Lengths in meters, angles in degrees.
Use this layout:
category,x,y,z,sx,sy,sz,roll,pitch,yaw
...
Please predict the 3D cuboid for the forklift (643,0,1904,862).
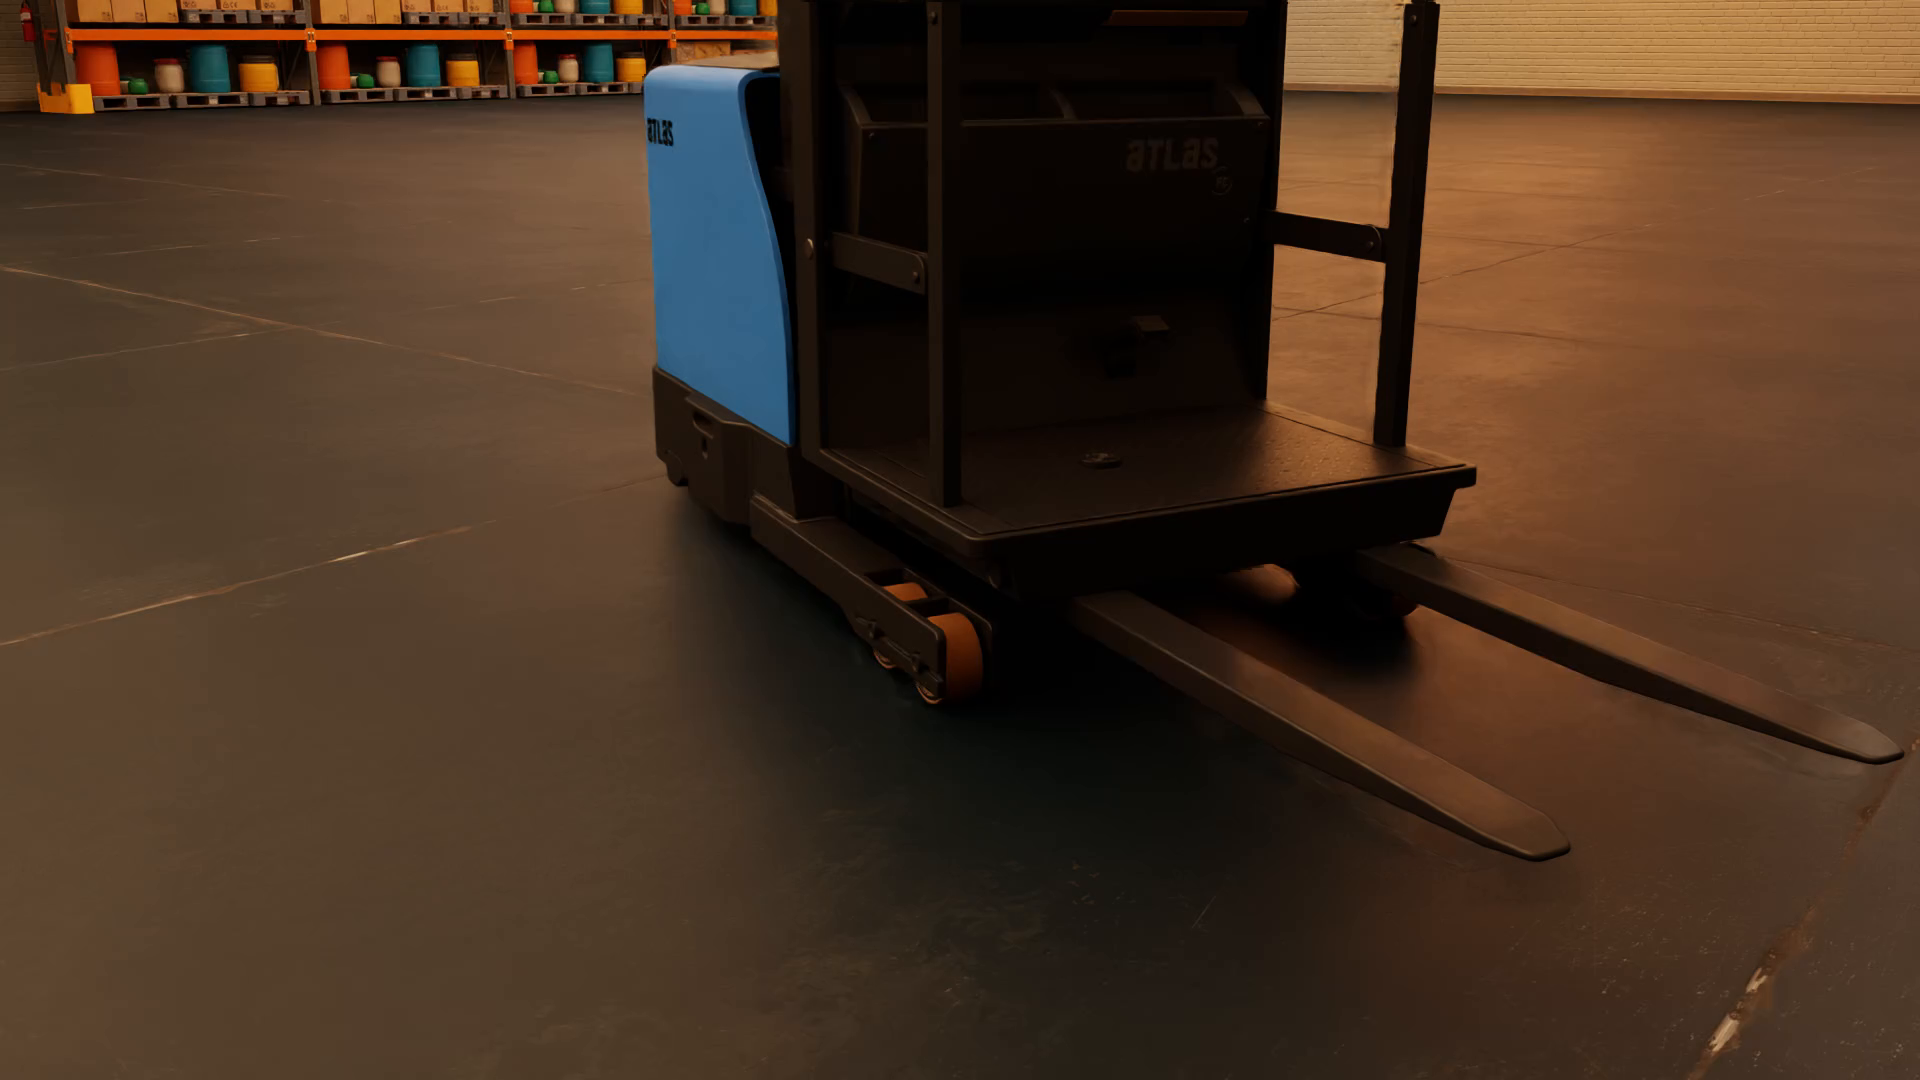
category,x,y,z,sx,sy,sz,roll,pitch,yaw
forklift,0.297,-1.253,3.025,1.130,2.935,3.031,-8,19,-25
